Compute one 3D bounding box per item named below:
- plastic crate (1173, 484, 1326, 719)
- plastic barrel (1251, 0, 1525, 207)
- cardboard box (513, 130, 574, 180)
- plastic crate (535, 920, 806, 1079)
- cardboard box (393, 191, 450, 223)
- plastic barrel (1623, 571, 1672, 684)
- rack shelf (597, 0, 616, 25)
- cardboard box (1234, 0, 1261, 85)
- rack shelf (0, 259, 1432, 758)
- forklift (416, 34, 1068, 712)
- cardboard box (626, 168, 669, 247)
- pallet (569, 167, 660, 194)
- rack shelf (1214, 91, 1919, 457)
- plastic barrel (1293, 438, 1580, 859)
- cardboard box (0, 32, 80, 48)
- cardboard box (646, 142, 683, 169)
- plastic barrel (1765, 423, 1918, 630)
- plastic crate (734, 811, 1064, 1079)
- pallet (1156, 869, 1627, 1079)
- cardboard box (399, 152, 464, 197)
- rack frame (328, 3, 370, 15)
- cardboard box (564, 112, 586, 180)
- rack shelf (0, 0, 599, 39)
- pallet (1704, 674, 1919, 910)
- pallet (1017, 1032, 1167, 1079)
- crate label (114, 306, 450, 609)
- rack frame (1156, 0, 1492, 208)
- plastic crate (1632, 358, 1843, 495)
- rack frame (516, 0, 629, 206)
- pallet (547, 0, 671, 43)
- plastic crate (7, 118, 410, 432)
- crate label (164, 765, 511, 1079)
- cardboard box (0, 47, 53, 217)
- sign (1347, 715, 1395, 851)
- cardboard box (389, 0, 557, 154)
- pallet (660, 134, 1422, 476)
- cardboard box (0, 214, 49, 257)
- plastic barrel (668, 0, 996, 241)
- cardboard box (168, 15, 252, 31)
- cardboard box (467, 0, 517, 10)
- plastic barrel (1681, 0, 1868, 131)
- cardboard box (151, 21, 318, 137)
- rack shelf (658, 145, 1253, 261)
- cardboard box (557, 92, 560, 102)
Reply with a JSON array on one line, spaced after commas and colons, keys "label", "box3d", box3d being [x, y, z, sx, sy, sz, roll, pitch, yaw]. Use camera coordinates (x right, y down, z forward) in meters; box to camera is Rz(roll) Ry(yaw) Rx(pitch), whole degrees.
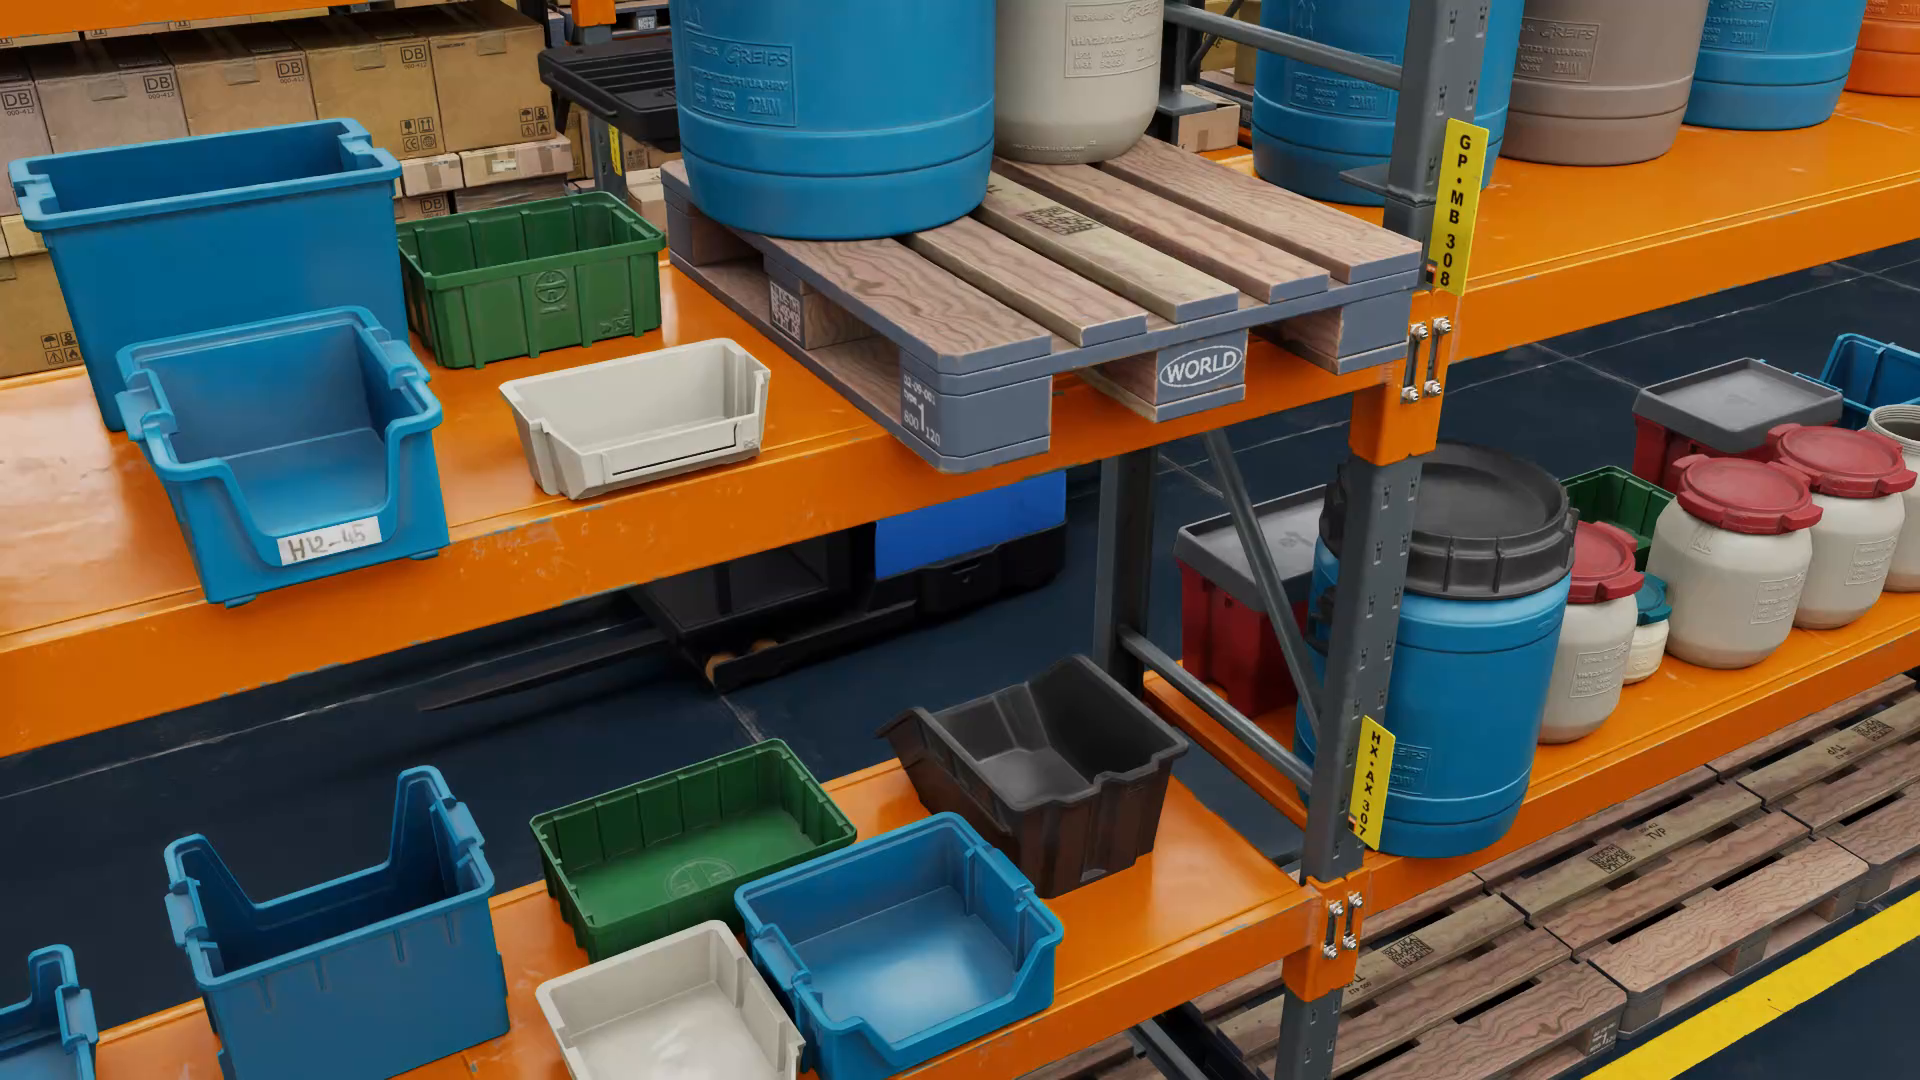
[{"label": "plastic crate", "box3d": [0.942, 0.178, 4.757, 0.583, 0.464, 0.402, -16, 33, -26]}, {"label": "plastic barrel", "box3d": [1.008, -1.296, 3.870, 0.708, 0.901, 0.600, -16, 33, -26]}, {"label": "cardboard box", "box3d": [-1.953, -1.784, 7.604, 0.250, 0.149, 0.380, -16, 33, -26]}, {"label": "plastic crate", "box3d": [-0.592, 1.070, 3.479, 0.437, 0.136, 0.530, -16, 33, -26]}, {"label": "cardboard box", "box3d": [-2.658, -1.413, 7.603, 0.500, 0.500, 0.700, -16, 33, -27]}, {"label": "plastic barrel", "box3d": [1.898, 0.252, 4.831, 0.301, 0.262, 0.301, 0, 29, 0]}, {"label": "rack shelf", "box3d": [-0.103, -3.100, 8.404, 4.000, 0.370, 1.077, -16, 33, -26]}, {"label": "cardboard box", "box3d": [2.107, -3.020, 10.080, 0.700, 0.500, 0.500, 22, 36, 34]}, {"label": "rack shelf", "box3d": [-1.045, -0.057, 2.889, 4.000, 0.370, 1.077, -16, 33, -26]}, {"label": "forklift", "box3d": [-1.018, -0.933, 6.908, 3.031, 2.935, 1.130, -17, 33, -27]}, {"label": "cardboard box", "box3d": [-1.425, -1.686, 8.355, 0.500, 0.250, 0.500, -14, 32, -23]}, {"label": "pallet", "box3d": [-2.616, -2.946, 13.370, 1.213, 0.211, 1.003, -16, 33, -26]}, {"label": "rack shelf", "box3d": [2.404, -1.036, 4.663, 4.000, 0.370, 1.077, -16, 33, -26]}, {"label": "plastic barrel", "box3d": [1.166, 0.264, 4.148, 0.708, 0.901, 0.600, -16, 33, -26]}, {"label": "cardboard box", "box3d": [-5.906, -3.331, 10.540, 0.500, 0.500, 0.500, -15, 32, -25]}, {"label": "cardboard box", "box3d": [-2.403, -3.344, 13.336, 0.500, 0.500, 0.700, -16, 33, -27]}, {"label": "plastic barrel", "box3d": [2.621, -0.036, 5.070, 0.433, 0.535, 0.433, 0, 29, 0]}, {"label": "plastic crate", "box3d": [-0.137, 0.901, 3.667, 0.616, 0.251, 0.499, -16, 33, -26]}, {"label": "pallet", "box3d": [1.337, 1.464, 5.378, 1.213, 0.211, 1.003, -16, 33, -26]}, {"label": "cardboard box", "box3d": [-2.392, -1.660, 7.378, 0.250, 0.149, 0.380, -17, 33, -28]}, {"label": "rack frame", "box3d": [-4.340, -3.675, 11.805, 0.127, 3.000, 1.000, -16, 33, -26]}, {"label": "cardboard box", "box3d": [-3.294, -3.108, 12.909, 0.500, 0.500, 0.700, -17, 33, -27]}, {"label": "rack shelf", "box3d": [-3.551, -2.121, 6.629, 4.000, 0.370, 1.077, -16, 33, -26]}, {"label": "pallet", "box3d": [3.440, 0.867, 6.460, 1.213, 0.211, 1.003, -16, 33, -26]}, {"label": "pallet", "box3d": [0.079, 1.820, 4.734, 1.213, 0.211, 1.003, -16, 33, -26]}, {"label": "crate label", "box3d": [-0.988, -0.138, 2.445, 0.408, 0.251, 0.502, -16, 33, -26]}, {"label": "rack frame", "box3d": [0.679, -2.175, 2.877, 0.127, 3.000, 1.000, -16, 33, -26]}, {"label": "plastic crate", "box3d": [2.580, -0.287, 5.600, 0.583, 0.464, 0.402, -16, 33, -26]}, {"label": "rack frame", "box3d": [-1.827, -1.613, 8.067, 0.127, 3.000, 1.000, -16, 33, -26]}, {"label": "pallet", "box3d": [-2.577, -4.069, 12.717, 1.213, 0.211, 1.003, -16, 33, -26]}, {"label": "plastic crate", "box3d": [-1.278, -0.467, 2.905, 0.575, 0.384, 0.392, -16, 33, -26]}, {"label": "crate label", "box3d": [-1.320, 0.852, 3.565, 0.616, 0.435, 0.502, -16, 33, -26]}, {"label": "cardboard box", "box3d": [-3.936, -1.622, 6.638, 0.500, 0.500, 0.700, -16, 33, -26]}, {"label": "sign", "box3d": [0.948, 0.563, 3.840, 0.005, 0.325, 0.100, -16, 33, -26]}, {"label": "cardboard box", "box3d": [-2.206, -2.113, 7.528, 0.500, 0.500, 0.700, -16, 33, -26]}, {"label": "pallet", "box3d": [0.107, -0.561, 3.254, 1.003, 0.211, 1.213, -16, 33, -26]}, {"label": "cardboard box", "box3d": [-3.719, -1.284, 6.697, 0.250, 0.149, 0.380, -16, 33, -27]}, {"label": "plastic barrel", "box3d": [-0.233, -1.066, 3.019, 0.708, 0.901, 0.600, -16, 33, -26]}, {"label": "cardboard box", "box3d": [-5.018, -3.578, 10.986, 0.500, 0.500, 0.500, -16, 33, -27]}, {"label": "cardboard box", "box3d": [-3.398, -4.156, 12.117, 0.500, 0.500, 0.700, -12, 31, -21]}, {"label": "plastic barrel", "box3d": [2.135, -1.616, 4.450, 0.708, 0.901, 0.600, -16, 33, -26]}, {"label": "cardboard box", "box3d": [-3.074, -1.867, 7.082, 0.500, 0.500, 0.700, -16, 33, -26]}, {"label": "rack shelf", "box3d": [-0.103, -1.787, 9.128, 4.000, 0.370, 1.077, -16, 33, -26]}, {"label": "cardboard box", "box3d": [-3.336, -3.398, 12.659, 0.500, 0.250, 0.500, -17, 33, -27]}]
